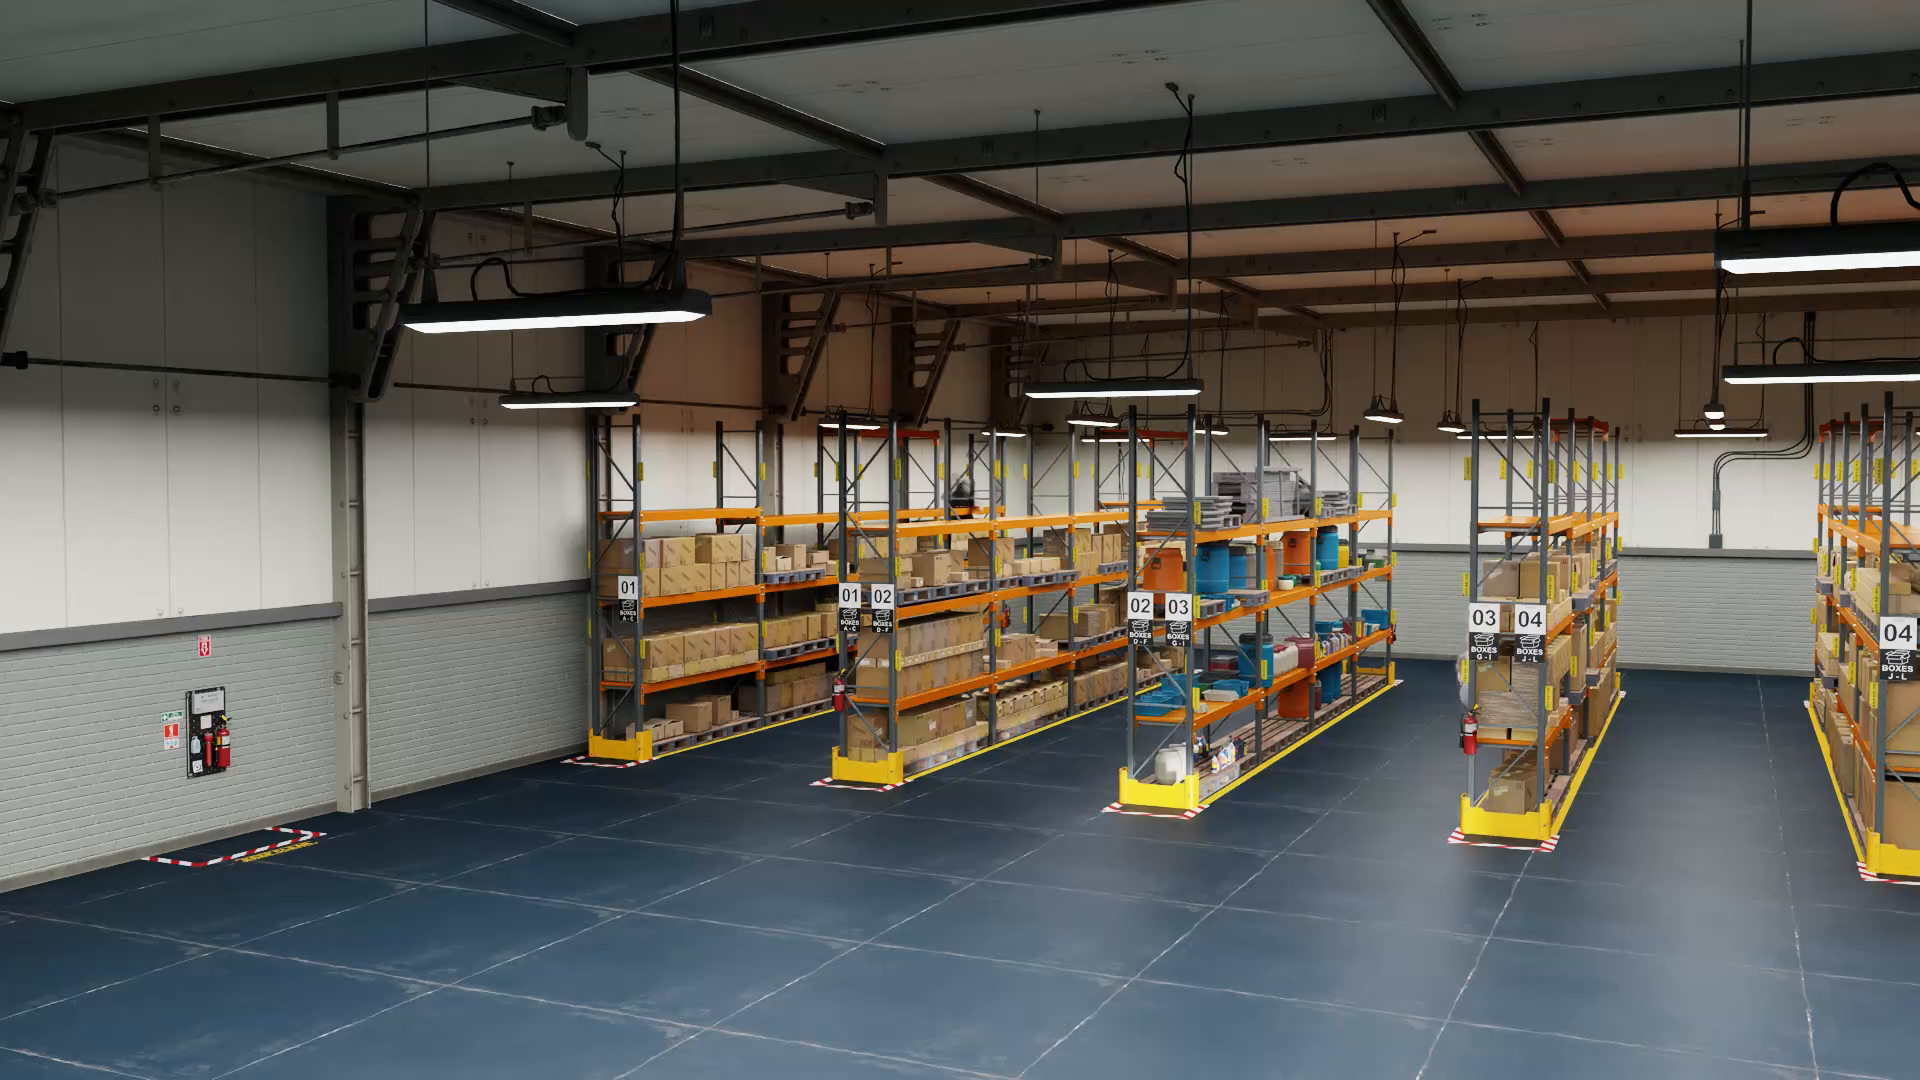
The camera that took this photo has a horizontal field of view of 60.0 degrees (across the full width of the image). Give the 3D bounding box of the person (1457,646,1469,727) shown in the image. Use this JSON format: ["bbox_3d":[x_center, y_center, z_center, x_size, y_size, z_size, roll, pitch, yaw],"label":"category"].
[{"bbox_3d":[9.902,2.789,32.126,0.650,1.736,0.686,1,3,23],"label":"person"}]
